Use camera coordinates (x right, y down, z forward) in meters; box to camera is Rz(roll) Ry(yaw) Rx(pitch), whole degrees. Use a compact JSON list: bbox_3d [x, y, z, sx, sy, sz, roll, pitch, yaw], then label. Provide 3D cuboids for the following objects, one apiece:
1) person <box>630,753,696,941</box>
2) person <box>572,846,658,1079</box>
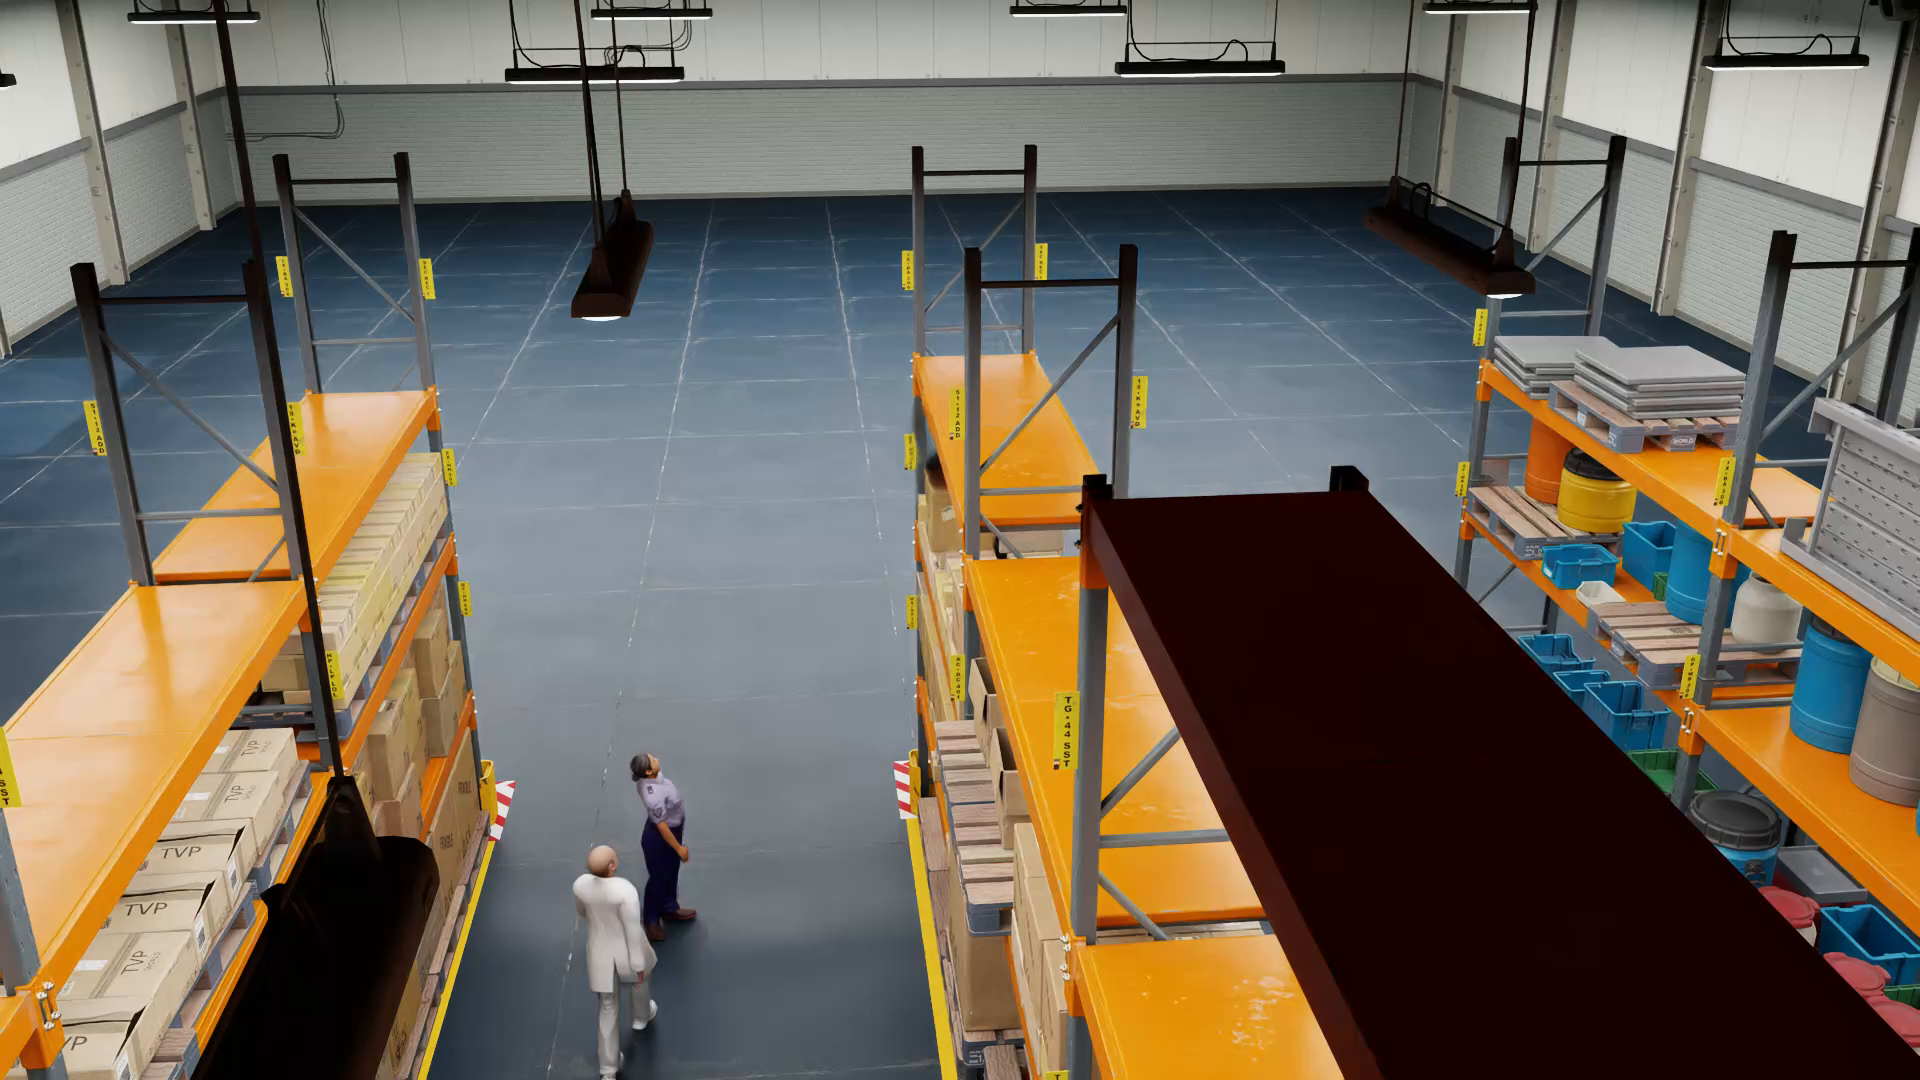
[{"bbox_3d":[-2.381,2.405,13.366,0.439,1.620,0.522,-1,22,-2],"label":"person"},{"bbox_3d":[-2.458,2.922,11.887,0.549,1.725,0.990,-1,22,-3],"label":"person"}]
